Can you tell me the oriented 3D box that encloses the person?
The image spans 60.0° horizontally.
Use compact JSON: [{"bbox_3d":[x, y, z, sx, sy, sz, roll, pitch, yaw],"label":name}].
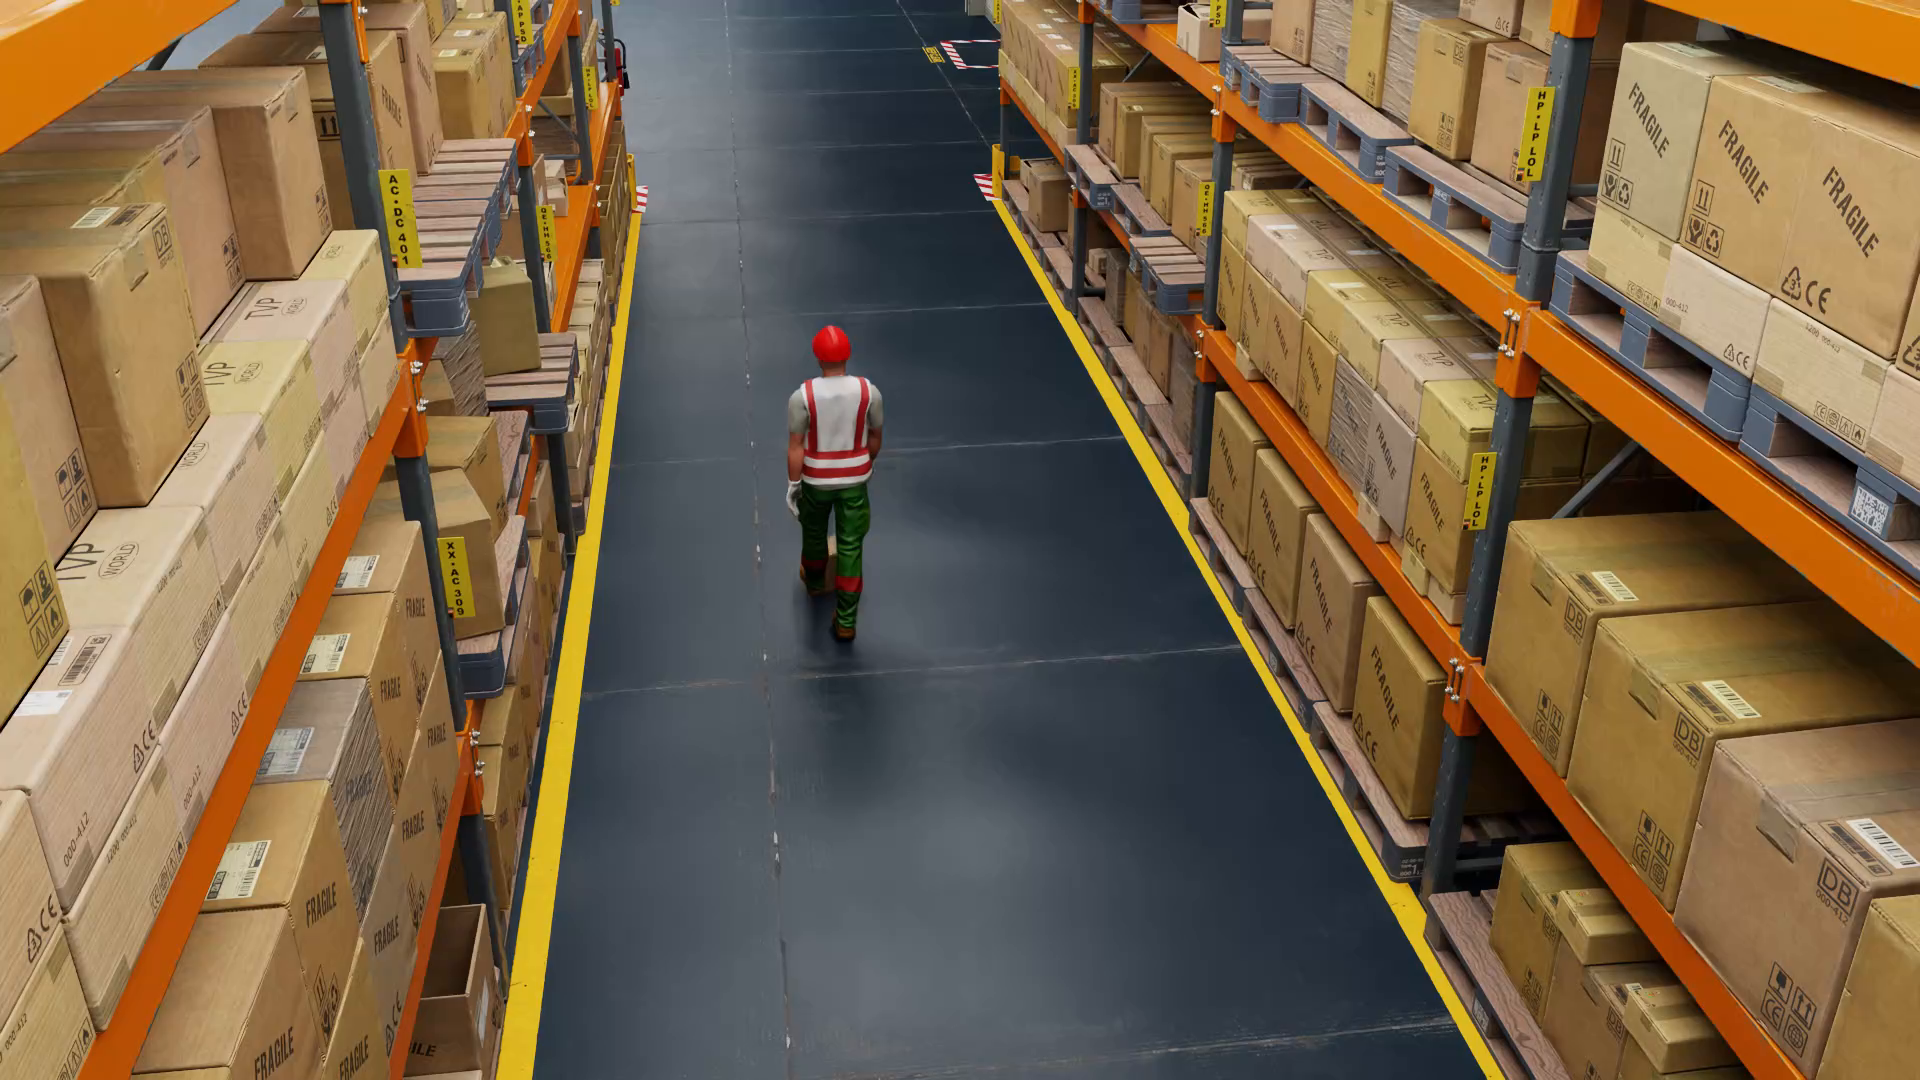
[{"bbox_3d":[-0.707,-0.404,9.357,0.553,1.764,0.817,-3,27,-5],"label":"person"}]
